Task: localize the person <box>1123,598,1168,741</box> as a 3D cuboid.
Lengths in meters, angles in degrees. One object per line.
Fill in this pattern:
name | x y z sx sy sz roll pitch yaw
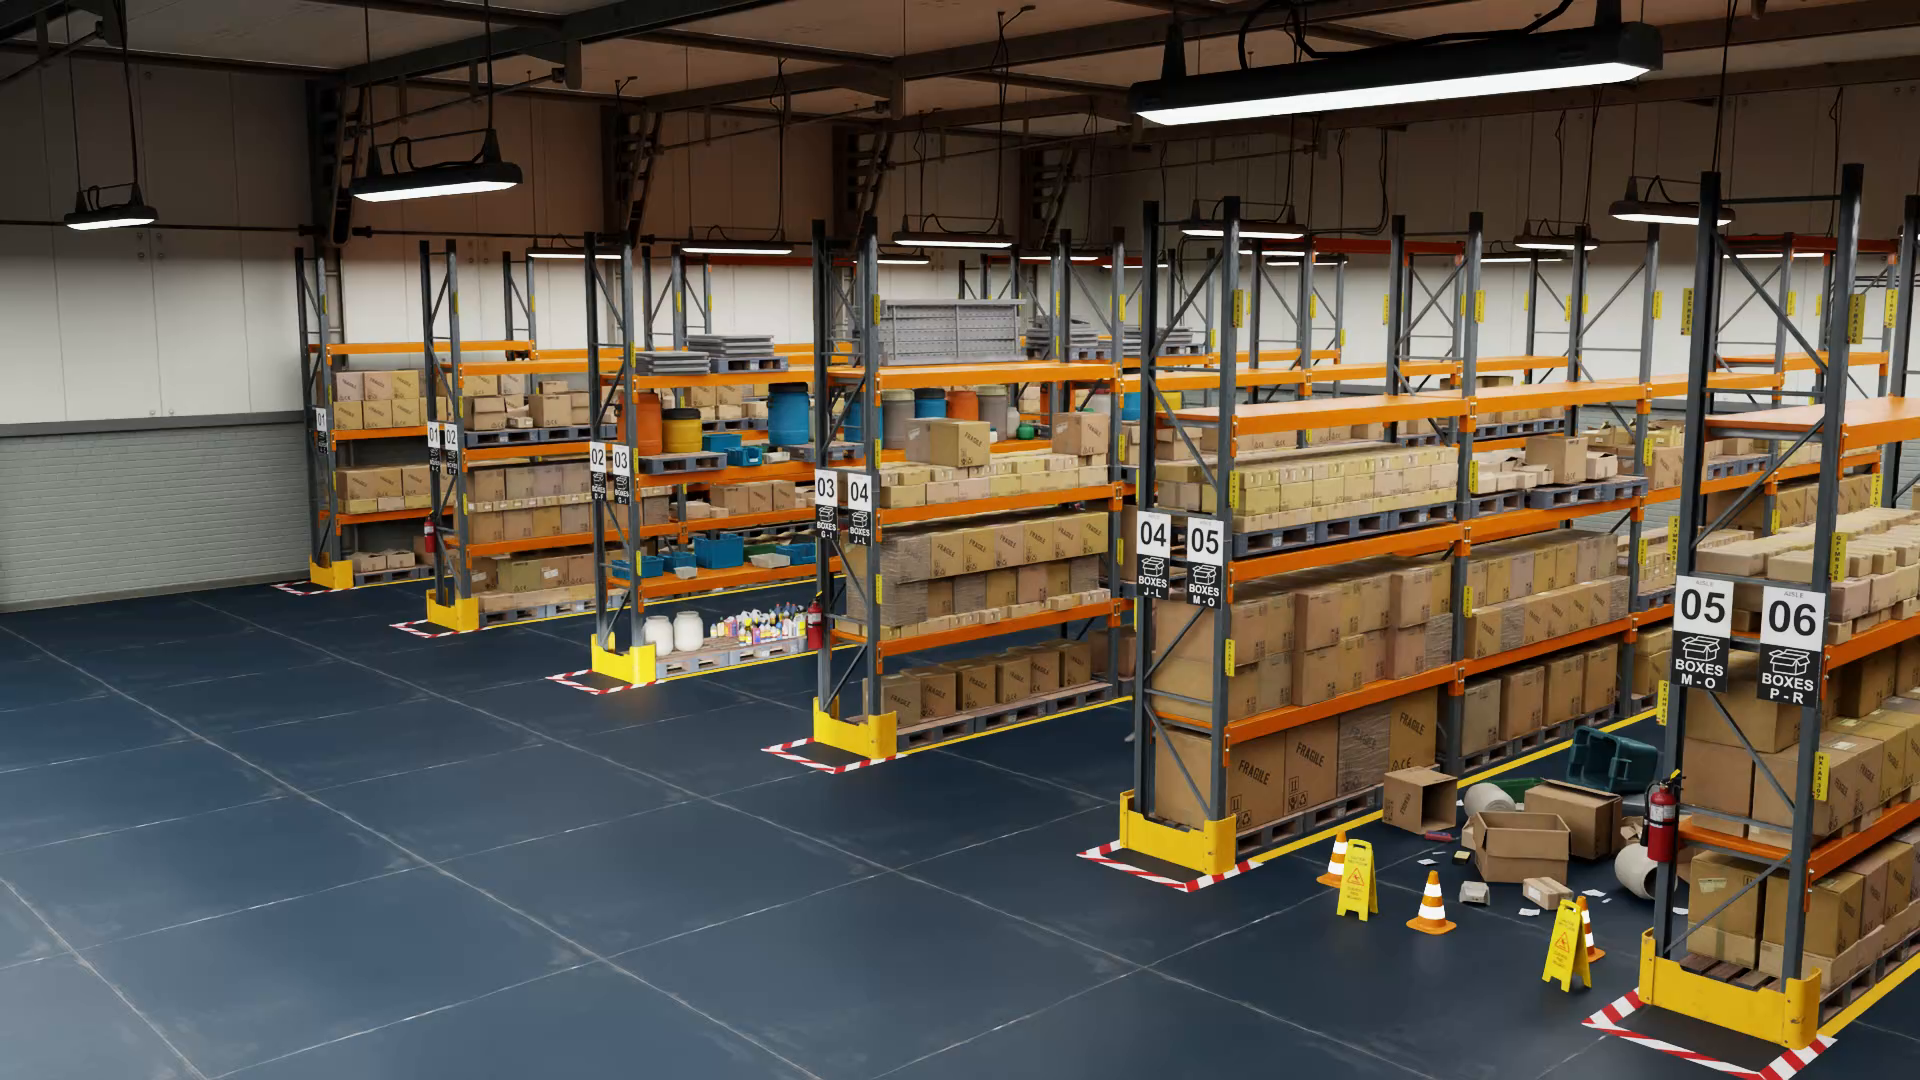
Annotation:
person | 2.239 1.471 19.410 0.649 1.826 0.648 -4 9 -27
